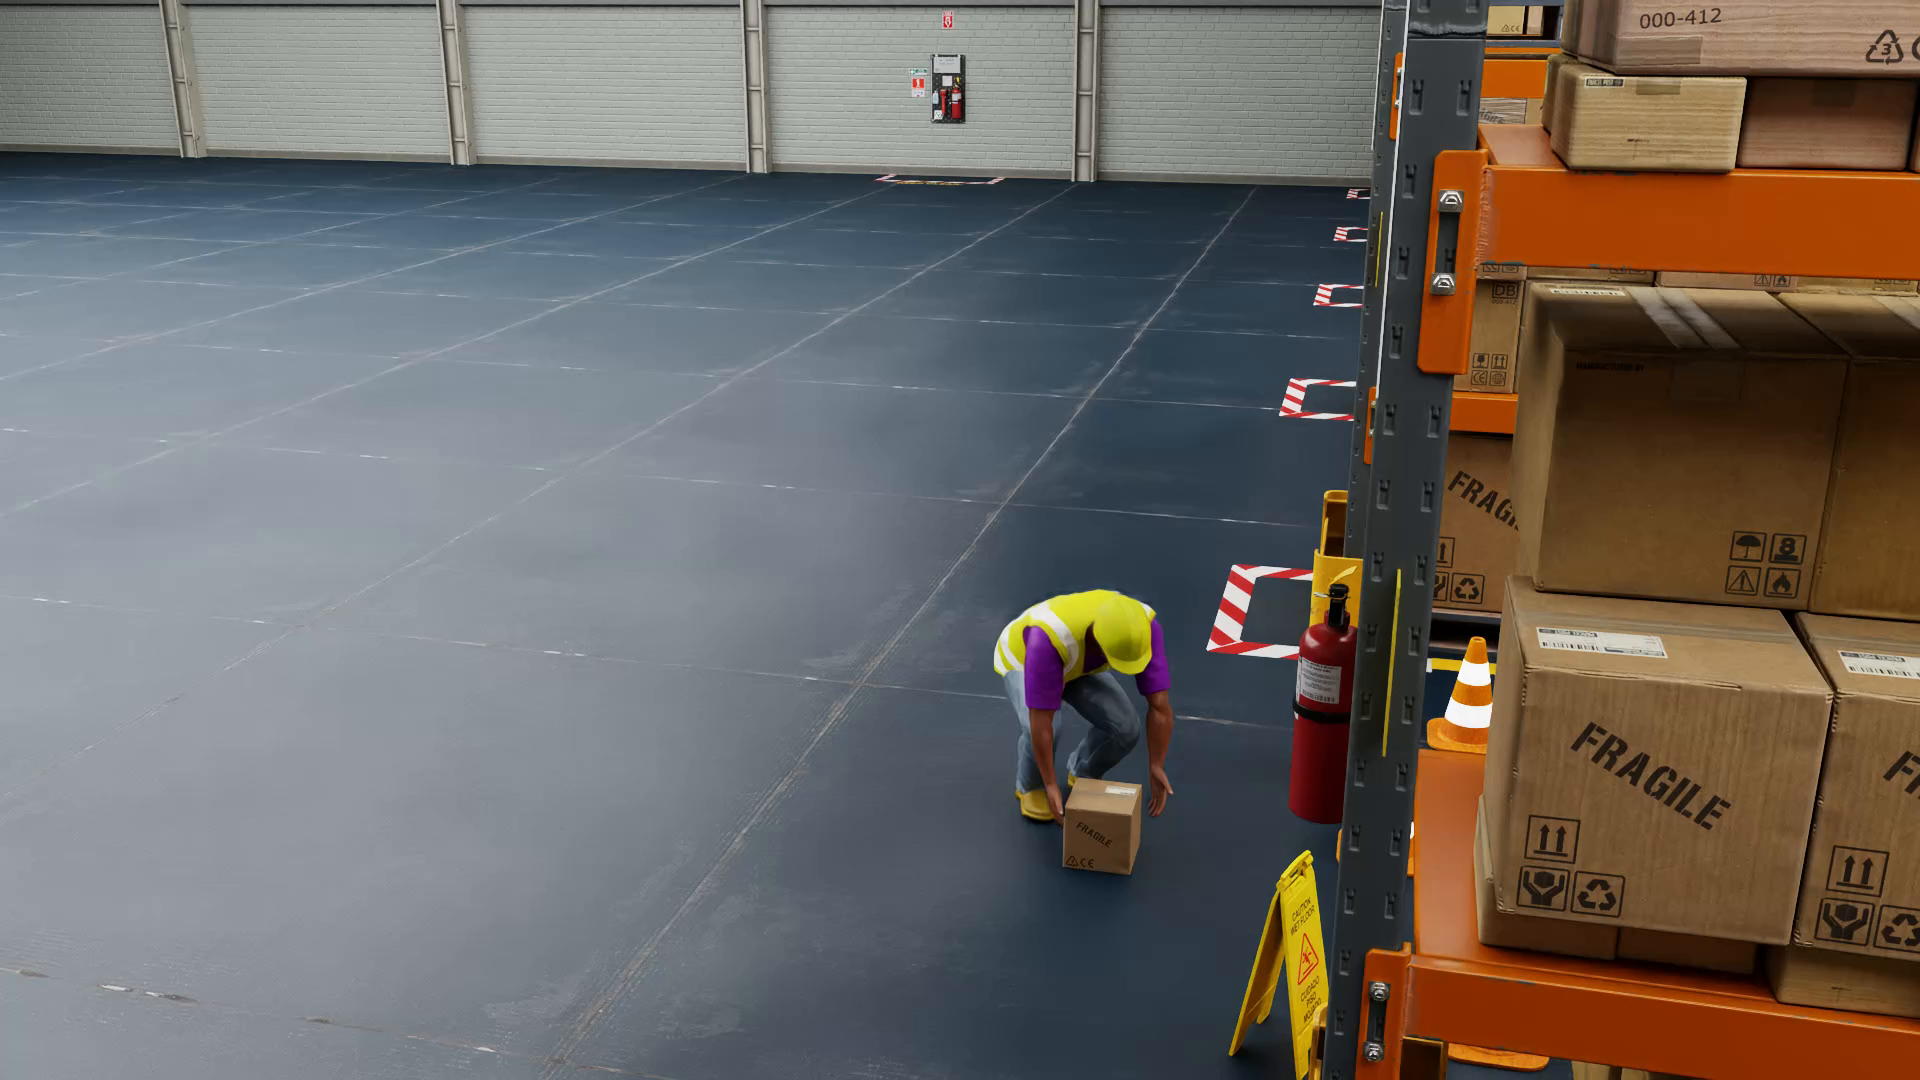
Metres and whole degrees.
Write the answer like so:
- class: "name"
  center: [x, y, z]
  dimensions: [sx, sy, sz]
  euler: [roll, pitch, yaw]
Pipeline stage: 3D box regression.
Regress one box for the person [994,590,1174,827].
- class: "person"
  center: [0.478, 0.592, 6.423]
  dimensions: [0.584, 1.017, 0.887]
  euler: [-5, 19, -15]
